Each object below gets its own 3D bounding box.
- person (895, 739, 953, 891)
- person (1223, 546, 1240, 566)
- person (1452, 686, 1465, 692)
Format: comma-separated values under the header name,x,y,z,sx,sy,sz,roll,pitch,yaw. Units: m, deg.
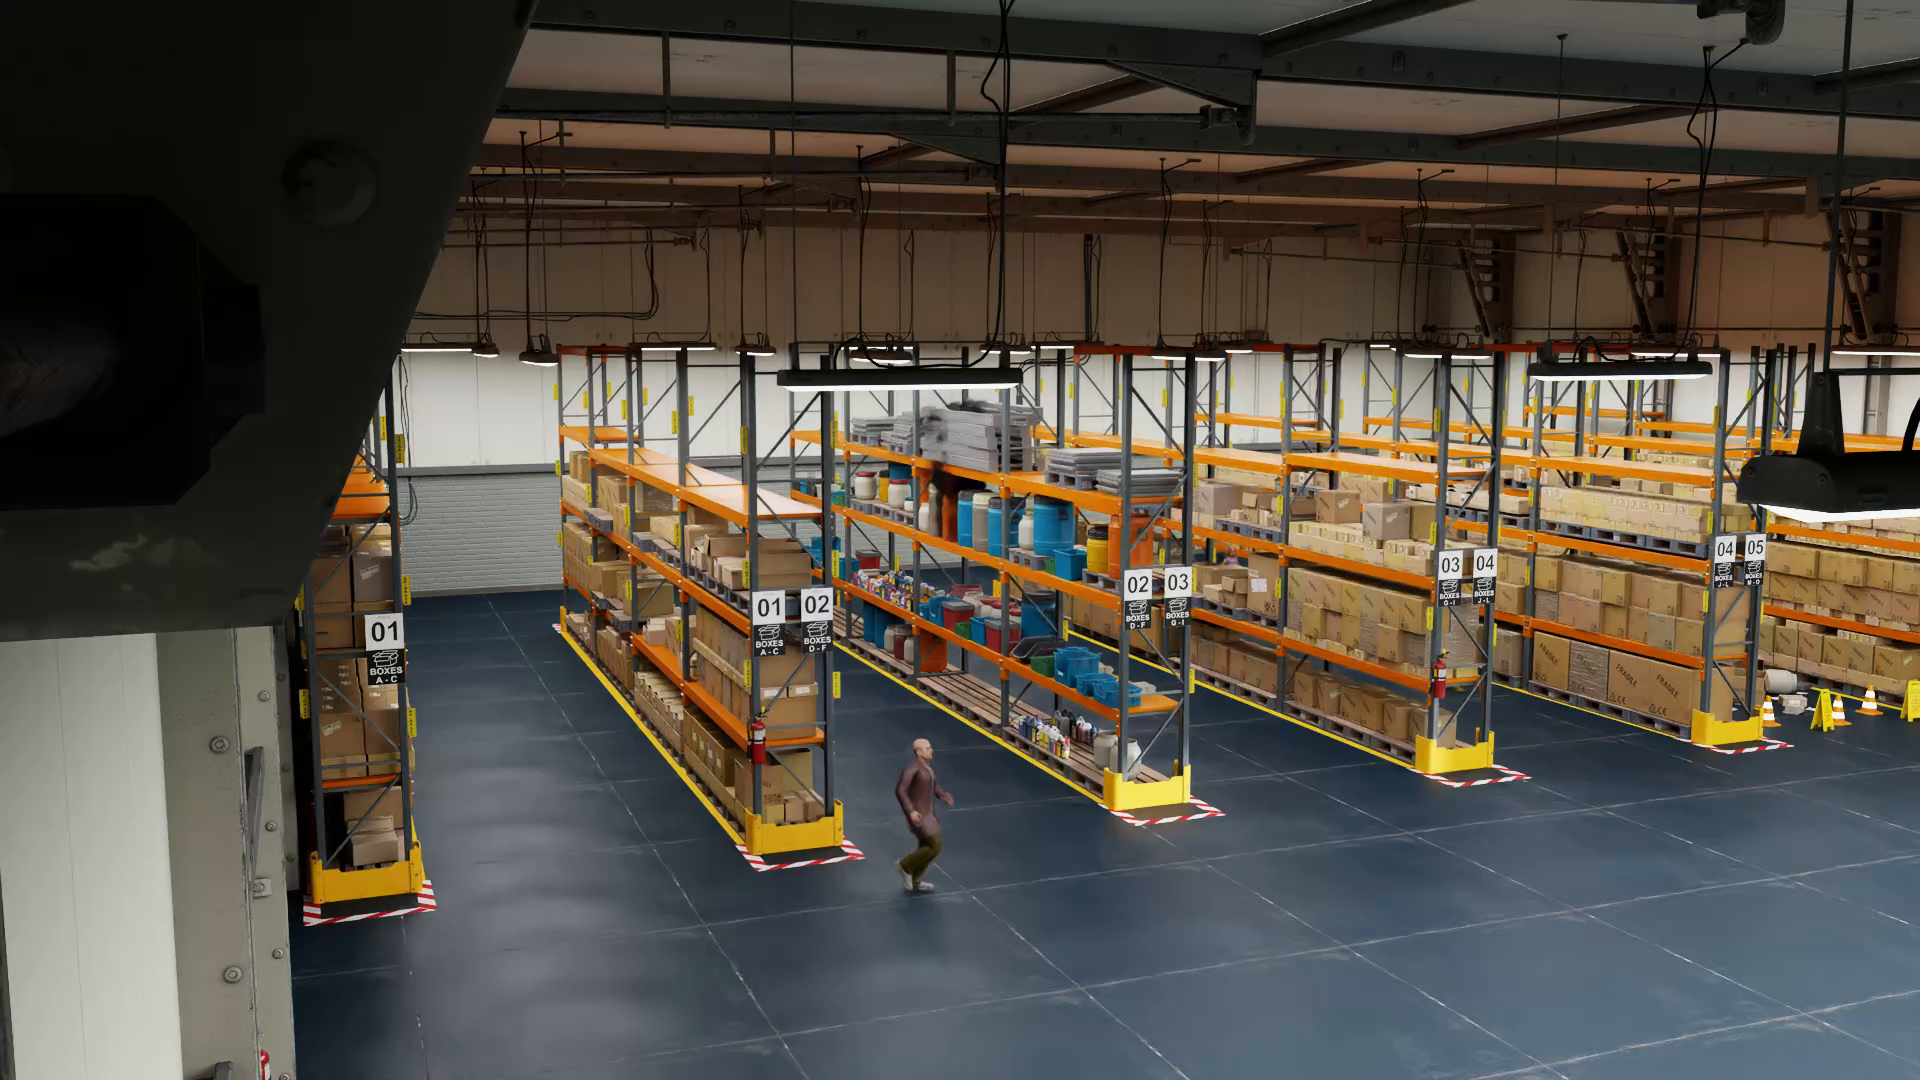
name,x,y,z,sx,sy,sz,roll,pitch,yaw
person,-0.407,3.094,18.747,0.627,1.745,0.722,2,7,12
person,5.921,0.926,36.407,0.539,1.591,0.831,-4,8,-27
person,8.689,1.789,29.094,0.698,1.718,0.564,-3,8,-22
